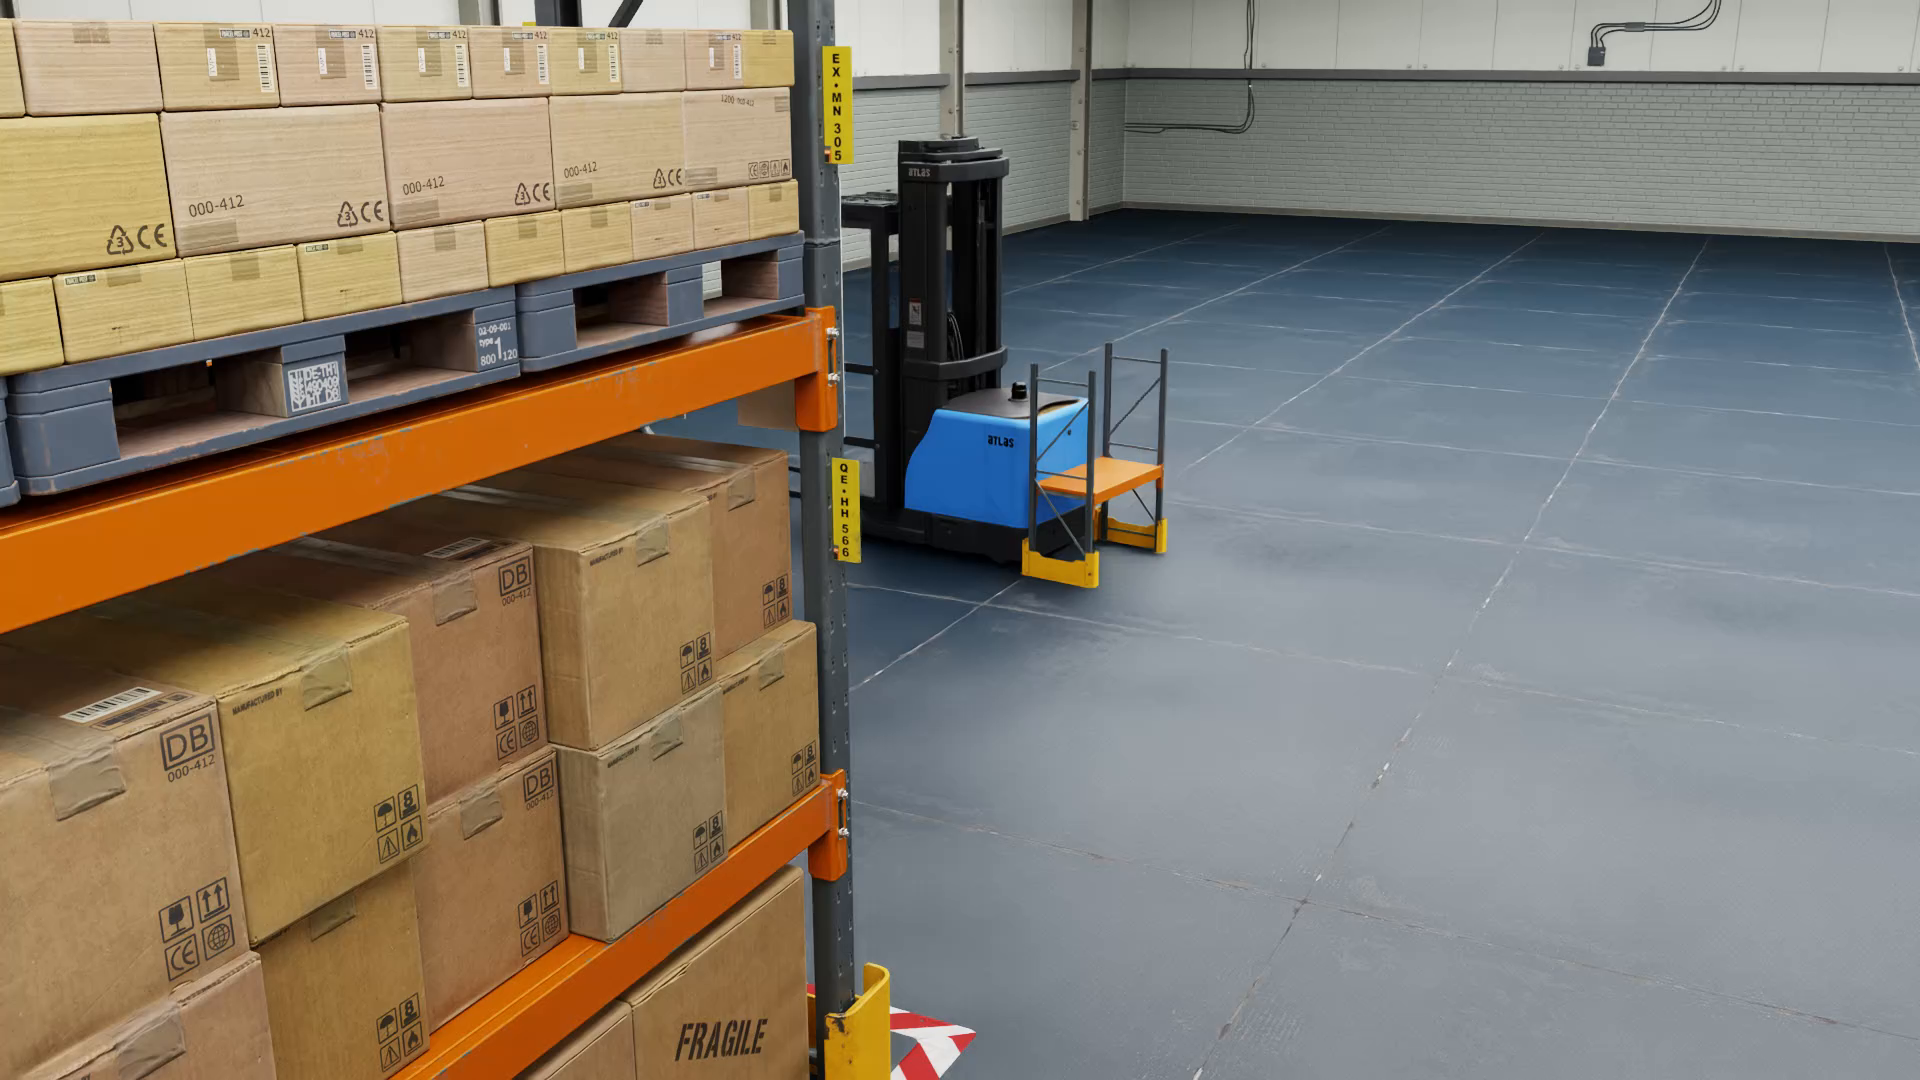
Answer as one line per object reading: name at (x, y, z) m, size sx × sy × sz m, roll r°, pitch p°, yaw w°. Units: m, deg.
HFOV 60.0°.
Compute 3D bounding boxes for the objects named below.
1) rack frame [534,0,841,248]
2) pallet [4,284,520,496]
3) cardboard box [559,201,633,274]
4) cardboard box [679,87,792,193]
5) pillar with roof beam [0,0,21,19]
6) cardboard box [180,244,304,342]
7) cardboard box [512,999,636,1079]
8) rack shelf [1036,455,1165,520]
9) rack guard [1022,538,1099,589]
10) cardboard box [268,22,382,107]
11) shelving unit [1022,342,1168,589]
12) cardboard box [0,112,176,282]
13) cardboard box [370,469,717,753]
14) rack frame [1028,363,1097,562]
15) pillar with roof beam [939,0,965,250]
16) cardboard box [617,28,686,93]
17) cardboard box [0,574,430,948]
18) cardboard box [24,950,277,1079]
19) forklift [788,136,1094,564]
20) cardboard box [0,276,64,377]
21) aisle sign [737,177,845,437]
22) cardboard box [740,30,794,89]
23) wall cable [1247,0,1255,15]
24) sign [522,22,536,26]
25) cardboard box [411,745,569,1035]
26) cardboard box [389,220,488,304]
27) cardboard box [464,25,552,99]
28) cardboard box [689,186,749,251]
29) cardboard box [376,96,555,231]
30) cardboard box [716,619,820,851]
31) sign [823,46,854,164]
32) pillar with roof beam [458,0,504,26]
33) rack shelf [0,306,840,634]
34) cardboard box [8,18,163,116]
rack frame at (-0.832, -2.370, 4.698) m, size 1.000 × 3.000 × 0.127 m, roll 8°, pitch 18°, yaw 25°
pallet at (-1.698, -0.387, 3.447) m, size 1.003 × 0.211 × 1.213 m, roll 8°, pitch 18°, yaw 25°
cardboard box at (-1.018, -0.739, 4.004) m, size 0.380 × 0.149 × 0.250 m, roll 8°, pitch 18°, yaw 26°
cardboard box at (-0.800, -1.092, 4.491) m, size 0.500 × 0.250 × 0.500 m, roll 8°, pitch 18°, yaw 26°
pillar with roof beam at (-4.332, -4.522, 11.945) m, size 9.100 × 9.000 × 0.400 m, roll 8°, pitch 18°, yaw 25°
cardboard box at (-1.473, -0.479, 3.128) m, size 0.380 × 0.149 × 0.250 m, roll 8°, pitch 18°, yaw 26°
cardboard box at (-1.467, 1.729, 4.430) m, size 0.875 × 0.875 × 0.875 m, roll 8°, pitch 18°, yaw 25°
rack shelf at (0.981, -0.386, 11.821) m, size 0.538 × 0.185 × 1.000 m, roll 11°, pitch 20°, yaw 33°
rack guard at (0.693, 0.160, 11.547) m, size 0.587 × 0.250 × 0.087 m, roll 11°, pitch 20°, yaw 33°
cardboard box at (-1.360, -0.926, 3.231) m, size 0.380 × 0.149 × 0.250 m, roll 8°, pitch 18°, yaw 26°
shelving unit at (0.976, -0.556, 11.762) m, size 0.587 × 1.500 × 1.083 m, roll 11°, pitch 20°, yaw 33°
cardboard box at (-1.701, -0.579, 2.766) m, size 0.500 × 0.250 × 0.500 m, roll 8°, pitch 18°, yaw 25°
cardboard box at (-1.195, 0.158, 4.565) m, size 0.875 × 0.550 × 0.550 m, roll 8°, pitch 18°, yaw 25°
rack frame at (0.693, -0.439, 11.368) m, size 0.500 × 1.500 × 0.032 m, roll 11°, pitch 20°, yaw 33°
pillar with roof beam at (3.711, -9.107, 27.382) m, size 9.100 × 9.000 × 0.400 m, roll 8°, pitch 18°, yaw 25°
cardboard box at (-0.906, -1.185, 4.106) m, size 0.380 × 0.149 × 0.250 m, roll 8°, pitch 19°, yaw 26°
cardboard box at (-1.687, 0.435, 3.632) m, size 0.875 × 0.550 × 0.500 m, roll 8°, pitch 18°, yaw 25°
cardboard box at (-1.893, 1.092, 3.316) m, size 0.875 × 0.550 × 0.550 m, roll 8°, pitch 18°, yaw 25°
forklift at (-0.502, -1.535, 12.544) m, size 3.031 × 2.935 × 1.130 m, roll 11°, pitch 20°, yaw 32°
cardboard box at (-1.699, -0.351, 2.697) m, size 0.380 × 0.149 × 0.250 m, roll 8°, pitch 18°, yaw 24°
aisle sign at (-0.532, -0.720, 5.115) m, size 0.394 × 0.787 × 0.004 m, roll 8°, pitch 18°, yaw 25°
cardboard box at (-0.678, -1.314, 4.539) m, size 0.380 × 0.149 × 0.250 m, roll 8°, pitch 18°, yaw 26°
wall cable at (7.460, -12.354, 34.896) m, size 3.097 × 2.526 × 0.112 m, roll 8°, pitch 18°, yaw 25°
sign at (-1.325, -1.461, 5.233) m, size 0.100 × 0.325 × 0.005 m, roll 8°, pitch 18°, yaw 25°
cardboard box at (-1.546, 0.804, 4.286) m, size 0.875 × 0.550 × 0.550 m, roll 8°, pitch 18°, yaw 25°
cardboard box at (-1.245, -0.609, 3.568) m, size 0.380 × 0.149 × 0.250 m, roll 8°, pitch 18°, yaw 26°
cardboard box at (-1.133, -1.056, 3.670) m, size 0.380 × 0.149 × 0.250 m, roll 8°, pitch 18°, yaw 26°
cardboard box at (-0.790, -0.869, 4.441) m, size 0.380 × 0.149 × 0.250 m, roll 8°, pitch 18°, yaw 26°
cardboard box at (-1.250, -0.837, 3.632) m, size 0.500 × 0.250 × 0.500 m, roll 8°, pitch 18°, yaw 25°
cardboard box at (-0.957, 0.534, 5.194) m, size 0.875 × 0.550 × 0.550 m, roll 8°, pitch 18°, yaw 25°
sign at (-0.352, -1.246, 4.766) m, size 0.100 × 0.325 × 0.005 m, roll 8°, pitch 18°, yaw 25°
pillar with roof beam at (-1.651, -6.051, 17.091) m, size 9.100 × 9.000 × 0.400 m, roll 8°, pitch 18°, yaw 25°
rack shelf at (-1.725, -0.078, 3.513) m, size 1.077 × 0.370 × 4.000 m, roll 8°, pitch 18°, yaw 25°
cardboard box at (-1.585, -0.798, 2.802) m, size 0.380 × 0.149 × 0.250 m, roll 8°, pitch 18°, yaw 25°
